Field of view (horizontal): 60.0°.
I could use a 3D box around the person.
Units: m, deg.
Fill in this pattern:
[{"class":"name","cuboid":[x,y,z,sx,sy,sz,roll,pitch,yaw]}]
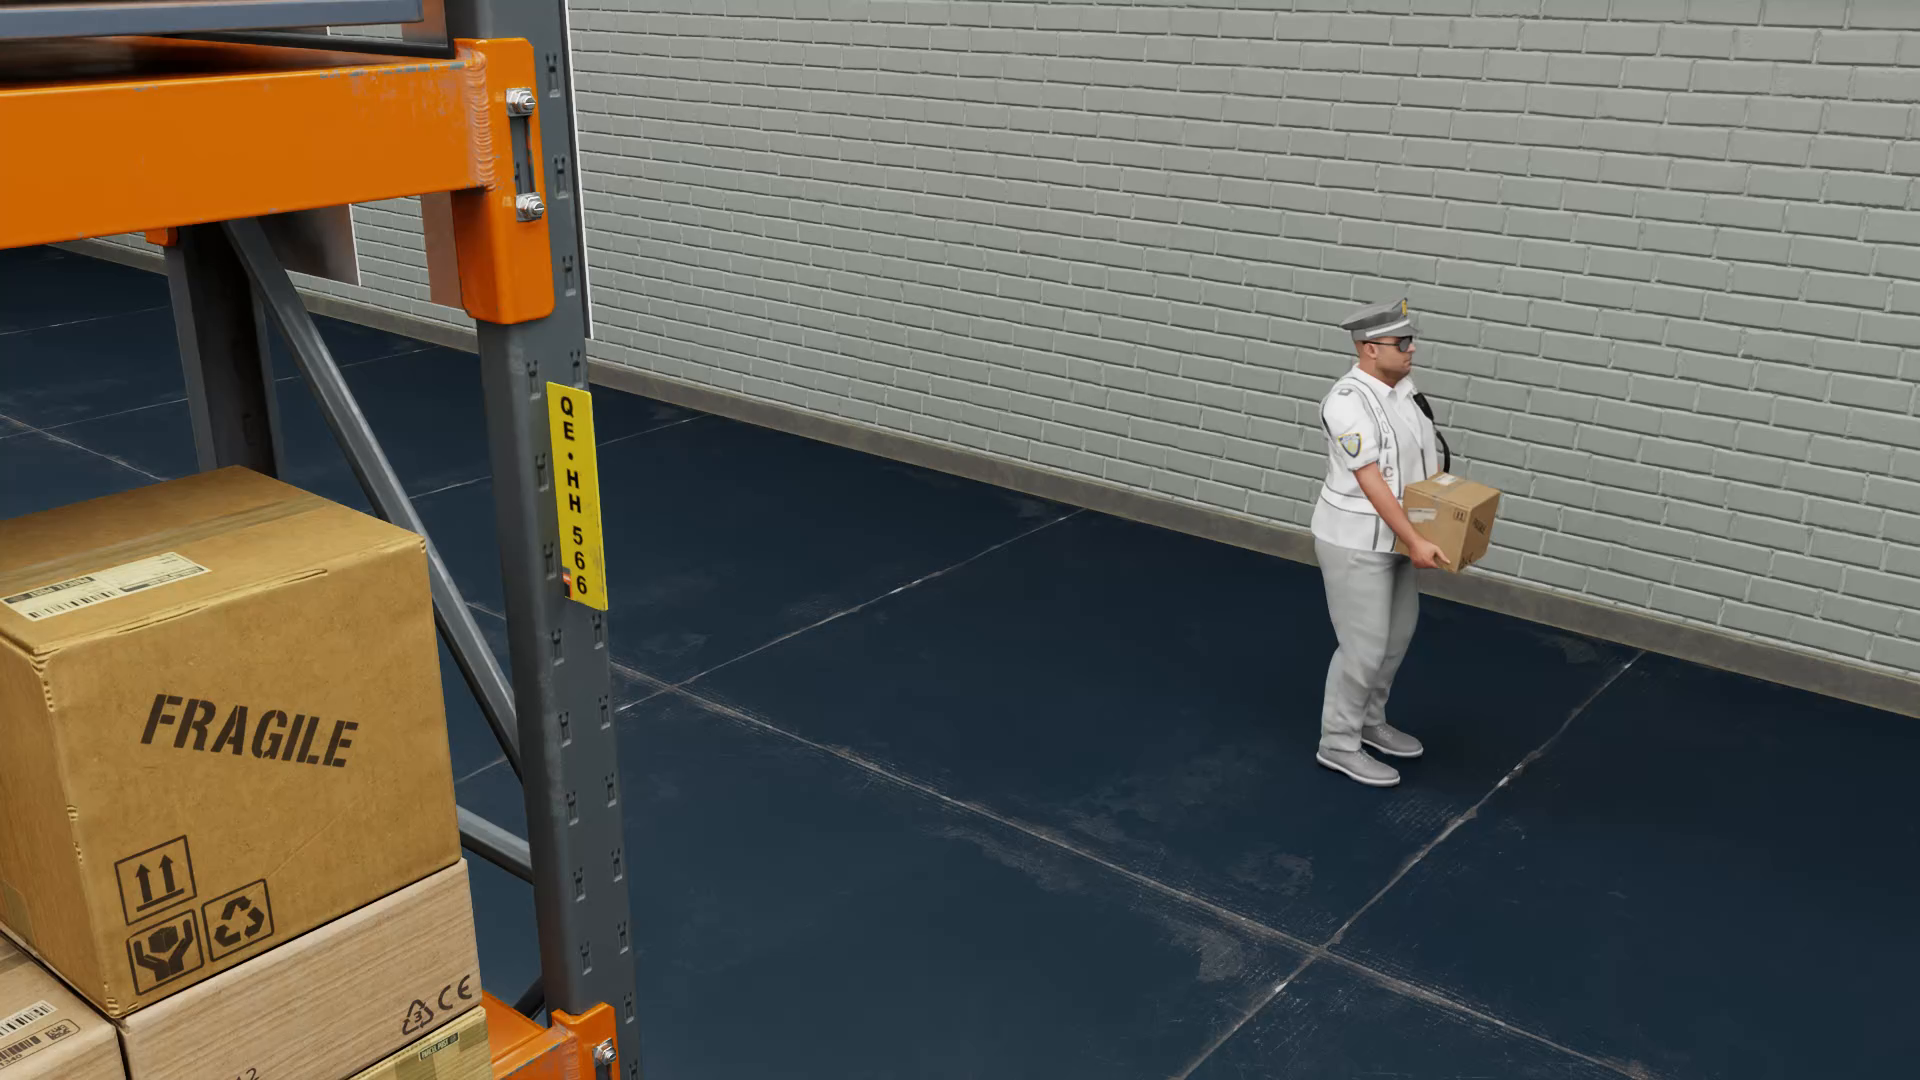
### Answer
[{"class":"person","cuboid":[1.573,0.007,6.023,0.557,1.769,0.494,16,26,37]}]
